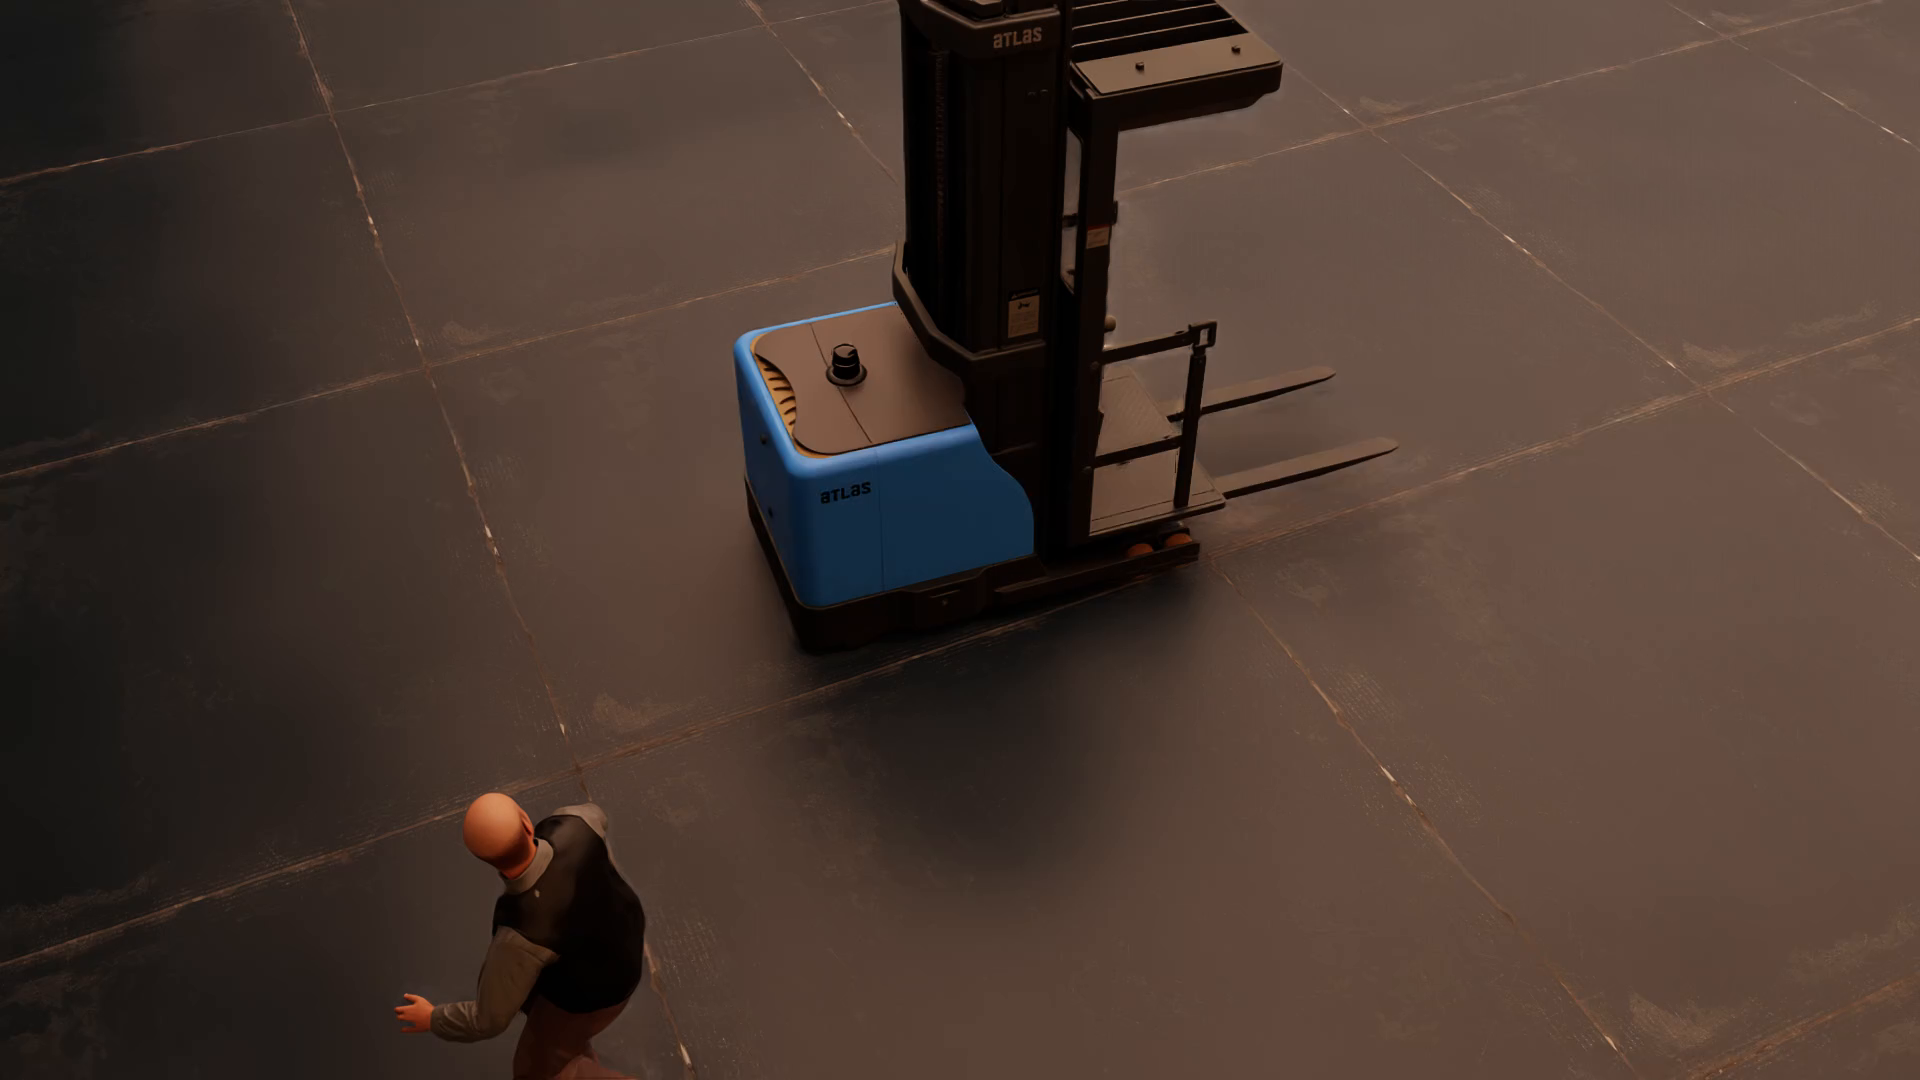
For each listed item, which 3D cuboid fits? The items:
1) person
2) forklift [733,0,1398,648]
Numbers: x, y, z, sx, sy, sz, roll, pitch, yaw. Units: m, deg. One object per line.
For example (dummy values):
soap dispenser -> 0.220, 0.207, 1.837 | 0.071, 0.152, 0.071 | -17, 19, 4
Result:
person -> -1.349, 1.335, 5.205 | 0.716, 1.640, 0.777 | -1, 43, -1
forklift -> 0.572, -1.219, 6.986 | 3.031, 2.935, 1.130 | -14, 45, -15
